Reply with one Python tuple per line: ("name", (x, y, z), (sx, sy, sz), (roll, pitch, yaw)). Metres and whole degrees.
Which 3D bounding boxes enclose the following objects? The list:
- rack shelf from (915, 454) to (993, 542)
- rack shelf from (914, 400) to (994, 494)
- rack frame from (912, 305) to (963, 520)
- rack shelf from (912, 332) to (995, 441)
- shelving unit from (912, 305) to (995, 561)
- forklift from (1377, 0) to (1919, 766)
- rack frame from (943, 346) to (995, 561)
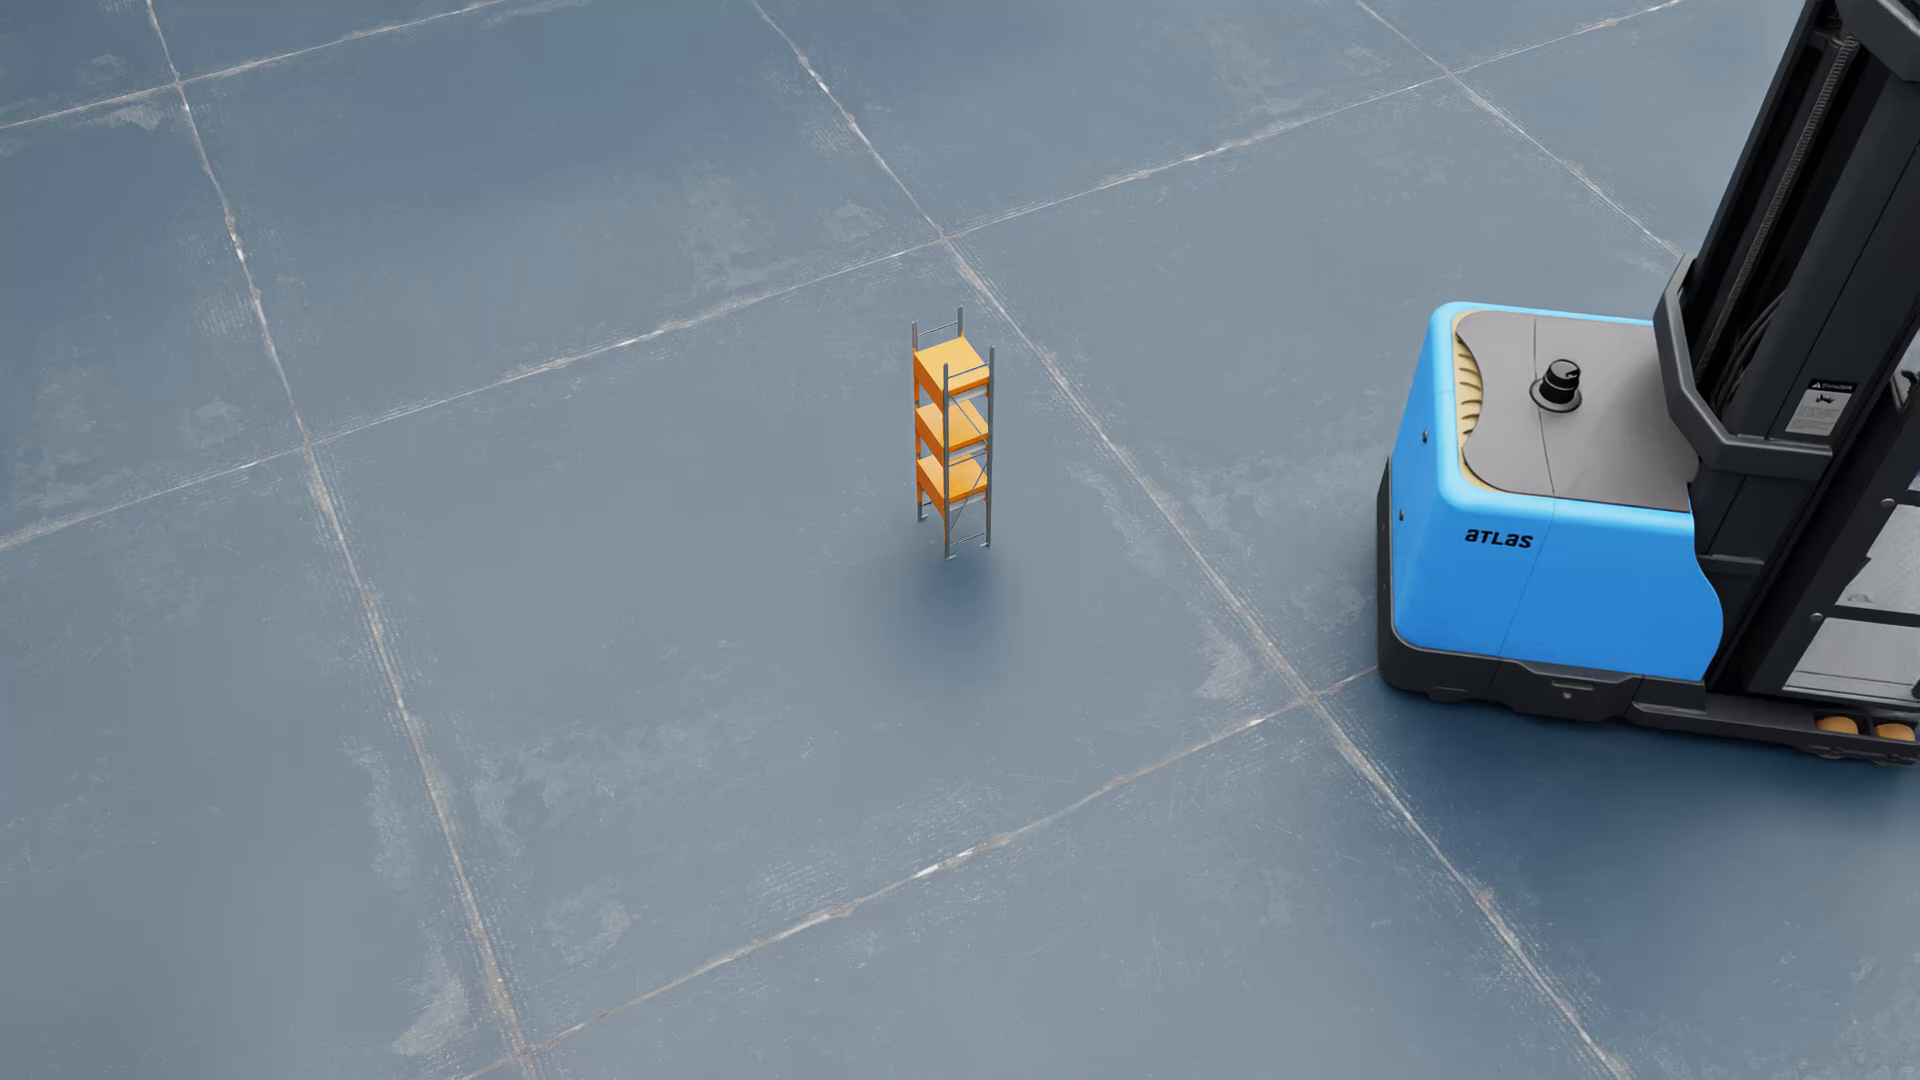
("rack shelf", (-0.024, -0.192, 6.496), (0.215, 0.259, 0.240), (-21, 52, -18))
("rack shelf", (-0.024, -0.374, 6.287), (0.215, 0.259, 0.240), (-21, 52, -18))
("rack frame", (-0.080, -0.463, 6.350), (0.200, 1.050, 0.008), (-21, 52, -18))
("rack shelf", (-0.024, -0.561, 6.073), (0.215, 0.259, 0.240), (-21, 52, -18))
("shelving unit", (-0.024, -0.381, 6.279), (0.215, 1.050, 0.252), (-21, 52, -18))
("forklift", (3.108, -0.593, 5.214), (3.031, 2.935, 1.130), (7, 49, 6))
("rack frame", (0.031, -0.300, 6.207), (0.200, 1.050, 0.008), (-21, 52, -18))
